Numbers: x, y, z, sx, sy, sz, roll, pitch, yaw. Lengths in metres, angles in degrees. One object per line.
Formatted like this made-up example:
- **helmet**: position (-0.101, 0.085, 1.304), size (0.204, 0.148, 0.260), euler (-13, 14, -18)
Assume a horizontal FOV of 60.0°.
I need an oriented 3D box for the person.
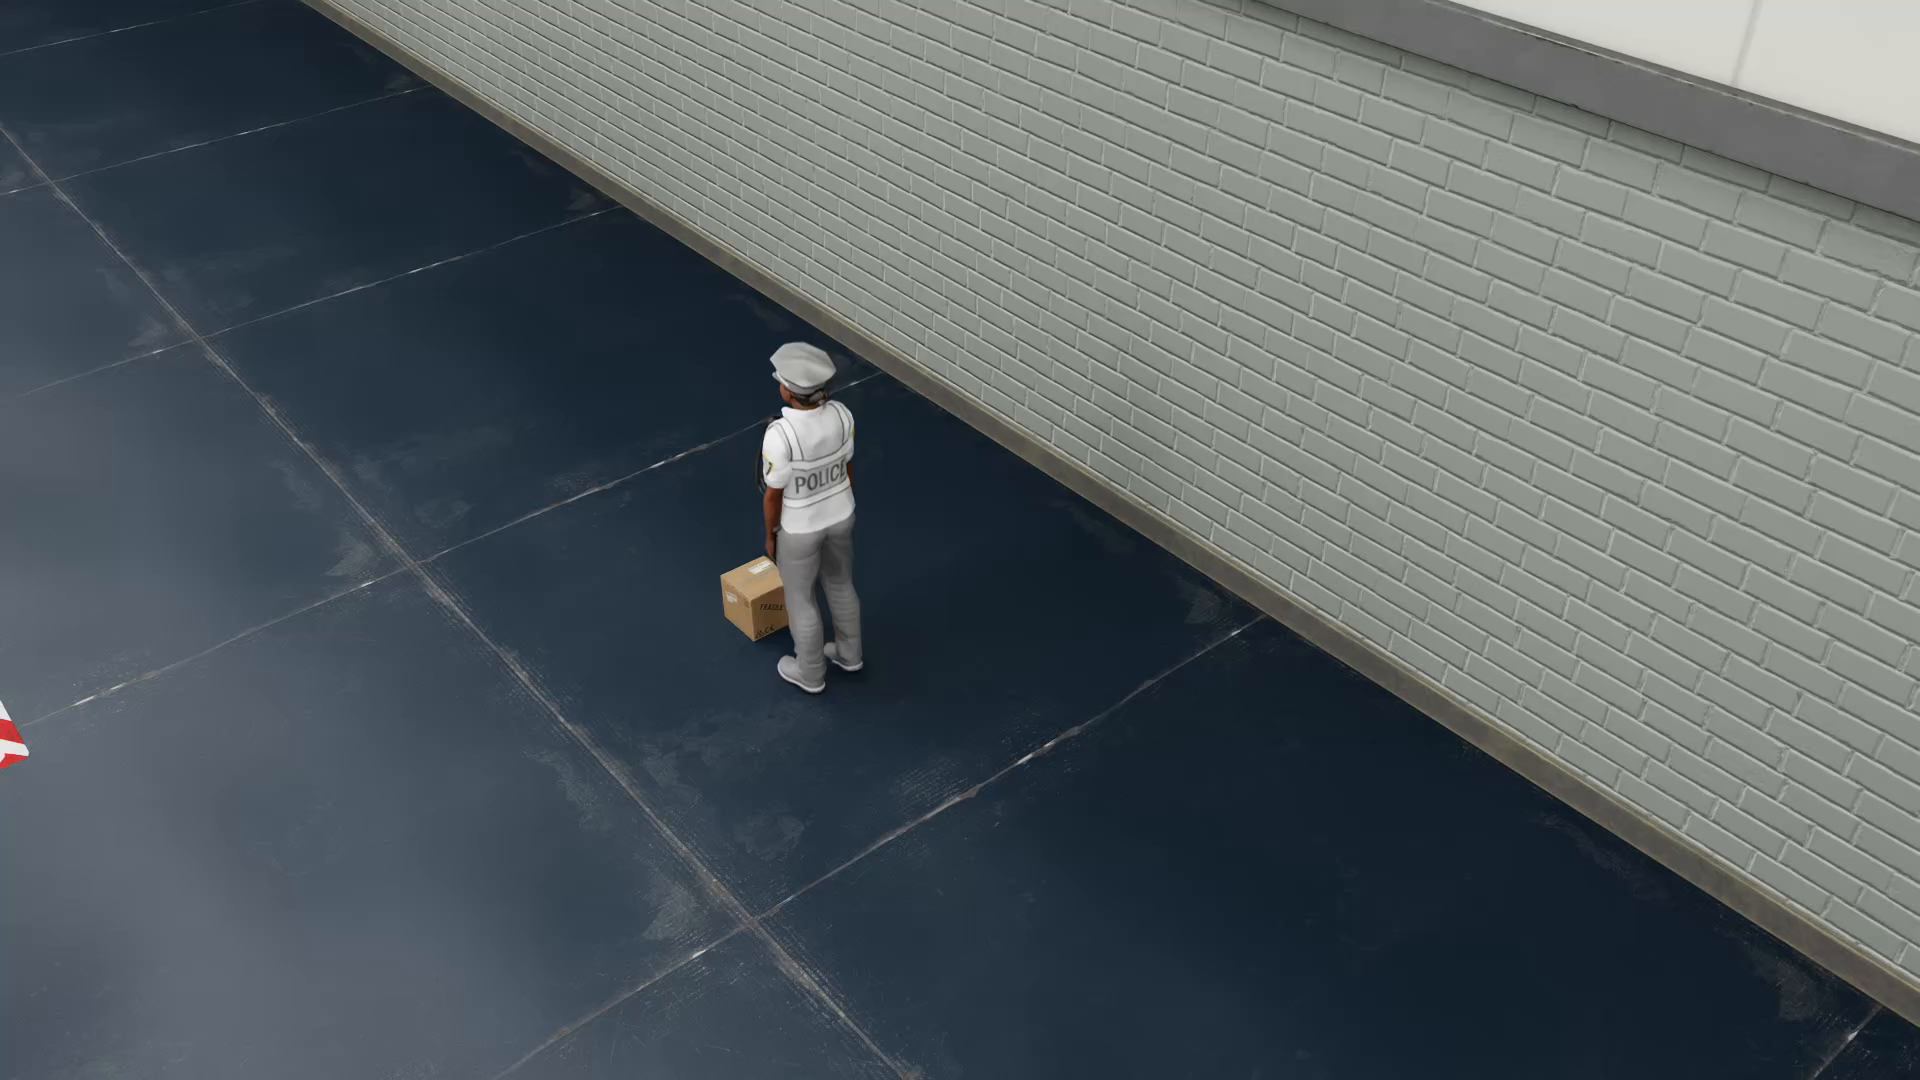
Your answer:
- **person**: position (-0.655, -0.065, 7.178), size (0.443, 1.726, 0.338), euler (-26, 43, -31)
